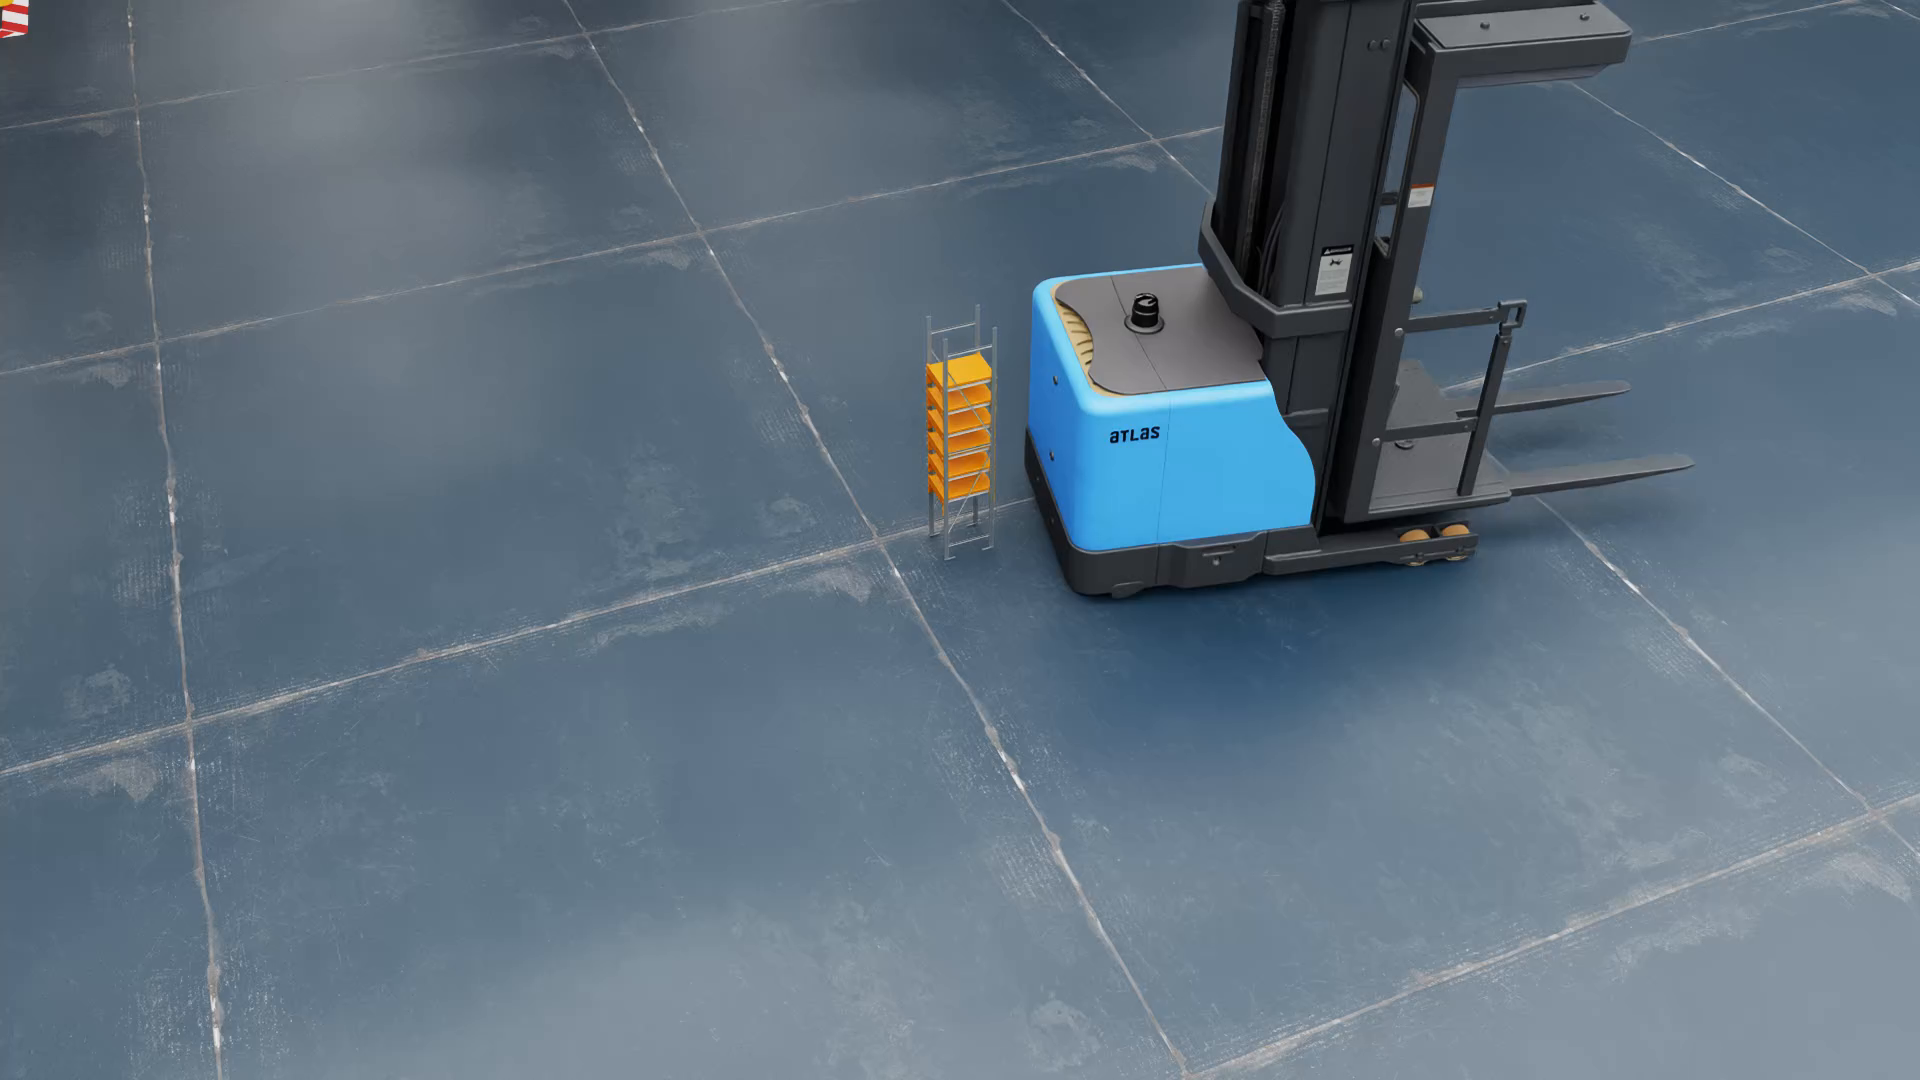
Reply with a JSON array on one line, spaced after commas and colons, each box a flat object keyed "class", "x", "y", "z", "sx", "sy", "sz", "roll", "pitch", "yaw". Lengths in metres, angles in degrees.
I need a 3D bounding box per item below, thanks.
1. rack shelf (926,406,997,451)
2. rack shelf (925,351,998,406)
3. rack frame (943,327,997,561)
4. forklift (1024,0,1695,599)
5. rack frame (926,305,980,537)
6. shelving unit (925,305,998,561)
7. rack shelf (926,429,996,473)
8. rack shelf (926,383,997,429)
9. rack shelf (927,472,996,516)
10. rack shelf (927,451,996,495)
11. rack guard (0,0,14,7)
[{"class": "rack shelf", "x": 0.006, "y": -0.504, "z": 7.218, "sx": 0.258, "sy": 0.103, "sz": 0.180, "roll": -15, "pitch": 43, "yaw": -17}, {"class": "rack shelf", "x": 0.006, "y": -0.685, "z": 7.062, "sx": 0.258, "sy": 0.103, "sz": 0.180, "roll": -15, "pitch": 43, "yaw": -17}, {"class": "rack frame", "x": 0.041, "y": -0.391, "z": 7.203, "sx": 0.240, "sy": 1.200, "sz": 0.006, "roll": -15, "pitch": 43, "yaw": -17}, {"class": "forklift", "x": 1.877, "y": -1.326, "z": 6.963, "sx": 3.031, "sy": 2.935, "sz": 1.130, "roll": -7, "pitch": 41, "yaw": -8}, {"class": "rack frame", "x": -0.029, "y": -0.501, "z": 7.331, "sx": 0.240, "sy": 1.200, "sz": 0.006, "roll": -15, "pitch": 43, "yaw": -17}, {"class": "shelving unit", "x": 0.006, "y": -0.446, "z": 7.267, "sx": 0.258, "sy": 1.200, "sz": 0.189, "roll": -15, "pitch": 43, "yaw": -17}, {"class": "rack shelf", "x": 0.006, "y": -0.413, "z": 7.296, "sx": 0.258, "sy": 0.103, "sz": 0.180, "roll": -15, "pitch": 43, "yaw": -17}, {"class": "rack shelf", "x": 0.006, "y": -0.594, "z": 7.140, "sx": 0.258, "sy": 0.103, "sz": 0.180, "roll": -15, "pitch": 43, "yaw": -17}, {"class": "rack shelf", "x": 0.006, "y": -0.231, "z": 7.453, "sx": 0.258, "sy": 0.103, "sz": 0.180, "roll": -15, "pitch": 43, "yaw": -17}, {"class": "rack shelf", "x": 0.006, "y": -0.322, "z": 7.374, "sx": 0.258, "sy": 0.103, "sz": 0.180, "roll": -15, "pitch": 43, "yaw": -17}, {"class": "rack guard", "x": -7.583, "y": -4.091, "z": 12.043, "sx": 1.175, "sy": 0.500, "sz": 0.348, "roll": -15, "pitch": 43, "yaw": -17}]
